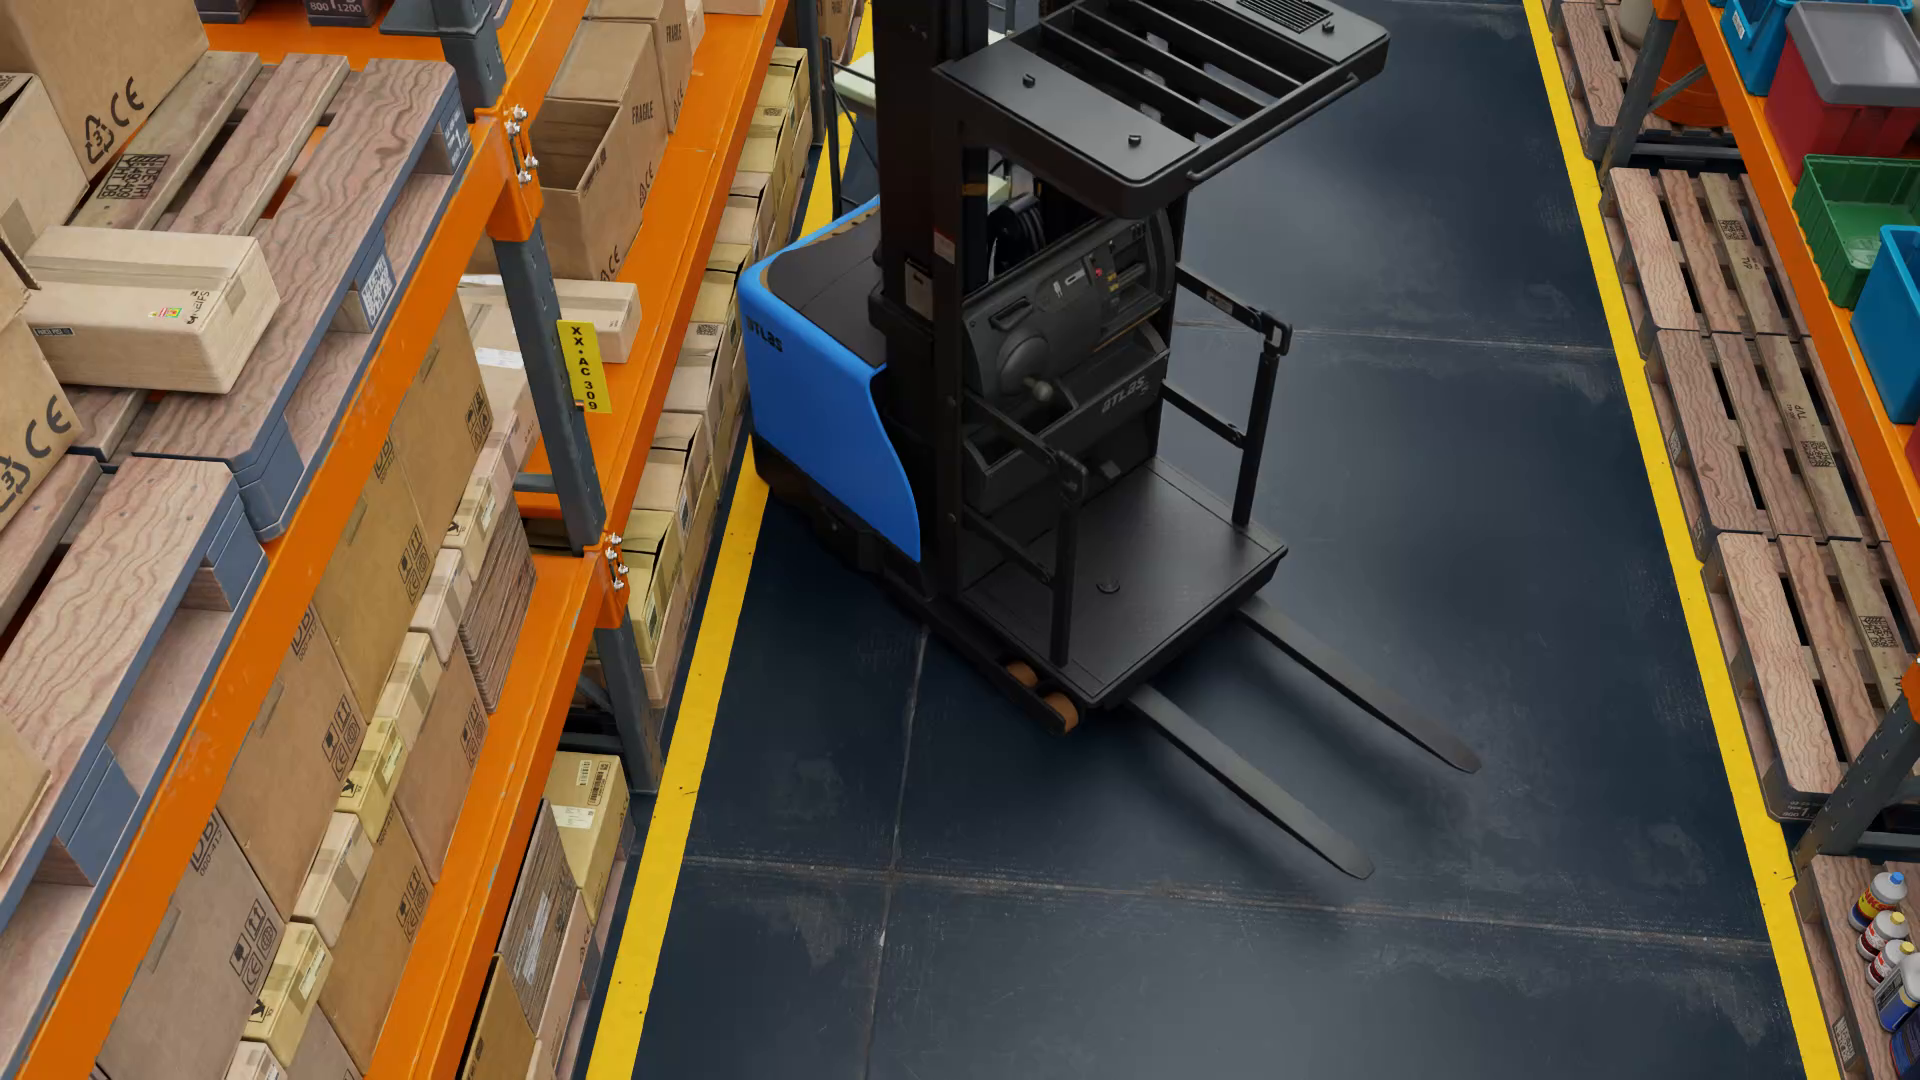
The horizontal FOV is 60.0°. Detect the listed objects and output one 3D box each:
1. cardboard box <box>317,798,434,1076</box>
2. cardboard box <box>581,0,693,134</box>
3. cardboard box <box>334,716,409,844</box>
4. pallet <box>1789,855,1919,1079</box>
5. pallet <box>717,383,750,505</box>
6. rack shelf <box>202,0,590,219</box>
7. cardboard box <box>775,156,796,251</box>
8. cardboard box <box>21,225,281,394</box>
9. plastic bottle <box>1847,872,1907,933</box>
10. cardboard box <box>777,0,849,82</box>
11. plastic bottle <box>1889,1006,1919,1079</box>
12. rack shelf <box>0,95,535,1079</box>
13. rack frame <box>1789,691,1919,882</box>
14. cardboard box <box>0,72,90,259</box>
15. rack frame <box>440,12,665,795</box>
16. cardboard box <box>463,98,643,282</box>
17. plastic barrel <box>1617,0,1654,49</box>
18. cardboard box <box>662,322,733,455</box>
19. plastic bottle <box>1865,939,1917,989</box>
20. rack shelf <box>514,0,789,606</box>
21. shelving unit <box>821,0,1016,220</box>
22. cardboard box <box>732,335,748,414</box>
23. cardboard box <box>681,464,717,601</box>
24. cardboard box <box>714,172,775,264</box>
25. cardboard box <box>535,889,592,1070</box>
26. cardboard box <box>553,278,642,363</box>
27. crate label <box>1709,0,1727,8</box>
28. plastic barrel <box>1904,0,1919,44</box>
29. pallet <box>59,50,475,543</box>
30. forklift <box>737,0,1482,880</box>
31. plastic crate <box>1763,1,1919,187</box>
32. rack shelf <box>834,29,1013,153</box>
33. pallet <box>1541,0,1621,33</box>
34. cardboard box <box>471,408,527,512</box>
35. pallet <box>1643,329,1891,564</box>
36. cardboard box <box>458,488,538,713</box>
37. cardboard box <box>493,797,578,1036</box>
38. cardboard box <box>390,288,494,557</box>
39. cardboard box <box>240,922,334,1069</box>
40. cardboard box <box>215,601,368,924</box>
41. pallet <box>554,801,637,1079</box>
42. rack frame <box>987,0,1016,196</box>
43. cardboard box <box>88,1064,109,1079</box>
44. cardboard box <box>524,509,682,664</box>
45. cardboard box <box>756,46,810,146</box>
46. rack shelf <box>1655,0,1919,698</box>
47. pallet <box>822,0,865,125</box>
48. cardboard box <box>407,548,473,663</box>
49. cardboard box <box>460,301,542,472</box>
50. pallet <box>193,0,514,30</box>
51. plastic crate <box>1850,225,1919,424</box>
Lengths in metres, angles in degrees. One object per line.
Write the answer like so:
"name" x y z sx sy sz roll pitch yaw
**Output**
"cardboard box" -1.694 0.866 3.858 0.700 0.500 0.500 5 48 4
"cardboard box" -1.341 -1.922 6.408 0.500 0.500 0.500 2 48 1
"cardboard box" -1.474 0.526 3.729 0.380 0.149 0.250 4 48 3
"pallet" 3.261 1.584 5.158 1.003 0.211 1.213 4 48 4
"pallet" -1.432 -0.685 7.234 1.003 0.211 1.213 4 48 4
"rack shelf" -1.386 -2.423 5.388 1.077 0.370 4.000 4 48 4
"cardboard box" -1.052 -1.555 7.718 0.500 0.250 0.500 3 48 3
"cardboard box" -1.406 -0.395 2.837 0.380 0.149 0.250 4 48 4
"plastic bottle" 2.898 1.129 5.235 0.097 0.271 0.097 0 48 0
"cardboard box" -0.878 -2.743 8.622 0.500 0.500 0.500 6 48 5
"plastic bottle" 2.877 1.463 4.876 0.144 0.351 0.185 5 48 5
"rack shelf" -1.751 0.517 2.699 1.077 0.370 4.000 4 48 4
"rack frame" 3.364 0.152 4.578 1.000 3.000 0.127 4 48 4
"cardboard box" -1.926 -0.606 2.919 0.500 0.311 0.500 2 48 1
"rack frame" -1.568 -0.184 4.885 1.000 3.000 0.127 4 48 4
"cardboard box" -1.434 -1.168 5.717 0.500 0.500 0.500 7 48 6
"plastic barrel" 3.719 -2.871 8.744 0.421 0.512 0.421 0 48 0
"cardboard box" -1.186 -0.621 6.484 0.500 0.311 0.500 2 48 2
"plastic bottle" 2.880 1.302 5.124 0.097 0.201 0.097 0 48 0
"rack shelf" -1.386 -1.410 6.495 1.077 0.370 4.000 4 48 4
"shelving unit" -0.158 -1.598 7.195 0.431 1.500 0.755 29 54 24
"cardboard box" -1.145 -0.807 7.034 0.500 0.250 0.500 5 48 4
"cardboard box" -1.237 -0.053 6.344 0.500 0.250 0.500 5 48 5
"cardboard box" -1.096 -1.371 7.170 0.500 0.311 0.500 4 48 3
"cardboard box" -1.448 1.325 5.084 0.500 0.250 0.500 4 48 4
"cardboard box" -1.284 -0.736 5.561 0.380 0.149 0.250 4 48 4
"crate label" 3.317 -2.446 7.068 0.303 0.233 0.416 4 48 4
"plastic barrel" 3.847 -2.054 6.520 0.421 0.512 0.421 0 48 0
"pallet" -1.620 -0.537 3.236 1.003 0.211 1.213 4 48 4
"forklift" 0.523 -0.708 5.411 1.130 2.935 3.031 -35 56 -28
"plastic crate" 3.277 -1.642 6.175 0.402 0.464 0.583 4 48 4
"rack shelf" -0.158 -1.861 6.907 0.431 0.370 0.720 29 54 24
"pallet" 3.873 -3.322 9.645 1.003 0.211 1.213 4 48 4
"cardboard box" -1.380 -0.222 4.413 0.380 0.149 0.250 4 48 3
"pallet" 3.505 -0.385 6.959 1.003 0.211 1.213 4 48 4
"cardboard box" -1.603 0.109 4.550 0.700 0.500 0.500 3 48 3
"cardboard box" -1.450 1.072 4.808 0.500 0.500 0.500 4 48 4
"cardboard box" -1.603 -0.329 4.071 0.700 0.500 0.500 4 48 4
"cardboard box" -1.518 0.906 3.381 0.380 0.149 0.250 5 48 5
"cardboard box" -1.694 0.411 3.395 0.700 0.500 0.500 4 48 4
"pallet" -1.683 1.339 5.382 1.003 0.211 1.213 4 48 4
"rack frame" 0.061 -1.814 7.393 0.400 1.500 0.023 29 54 24
"cardboard box" -1.785 1.146 2.722 0.700 0.500 0.500 4 48 4
"cardboard box" -1.283 0.127 5.800 0.500 0.311 0.500 4 48 4
"cardboard box" -1.006 -2.124 7.859 0.500 0.311 0.500 5 48 5
"rack shelf" 3.546 -1.075 6.188 1.077 0.370 4.000 4 48 4
"pallet" -1.098 -2.728 9.102 1.003 0.211 1.213 4 48 4
"cardboard box" -1.426 0.152 4.071 0.380 0.149 0.250 3 48 2
"cardboard box" -1.567 -0.498 5.274 0.500 0.250 0.500 7 48 6
"pallet" -1.501 -1.780 4.442 0.805 0.209 1.217 2 48 2
"plastic crate" 3.155 -0.674 5.344 0.392 0.384 0.575 4 48 4
